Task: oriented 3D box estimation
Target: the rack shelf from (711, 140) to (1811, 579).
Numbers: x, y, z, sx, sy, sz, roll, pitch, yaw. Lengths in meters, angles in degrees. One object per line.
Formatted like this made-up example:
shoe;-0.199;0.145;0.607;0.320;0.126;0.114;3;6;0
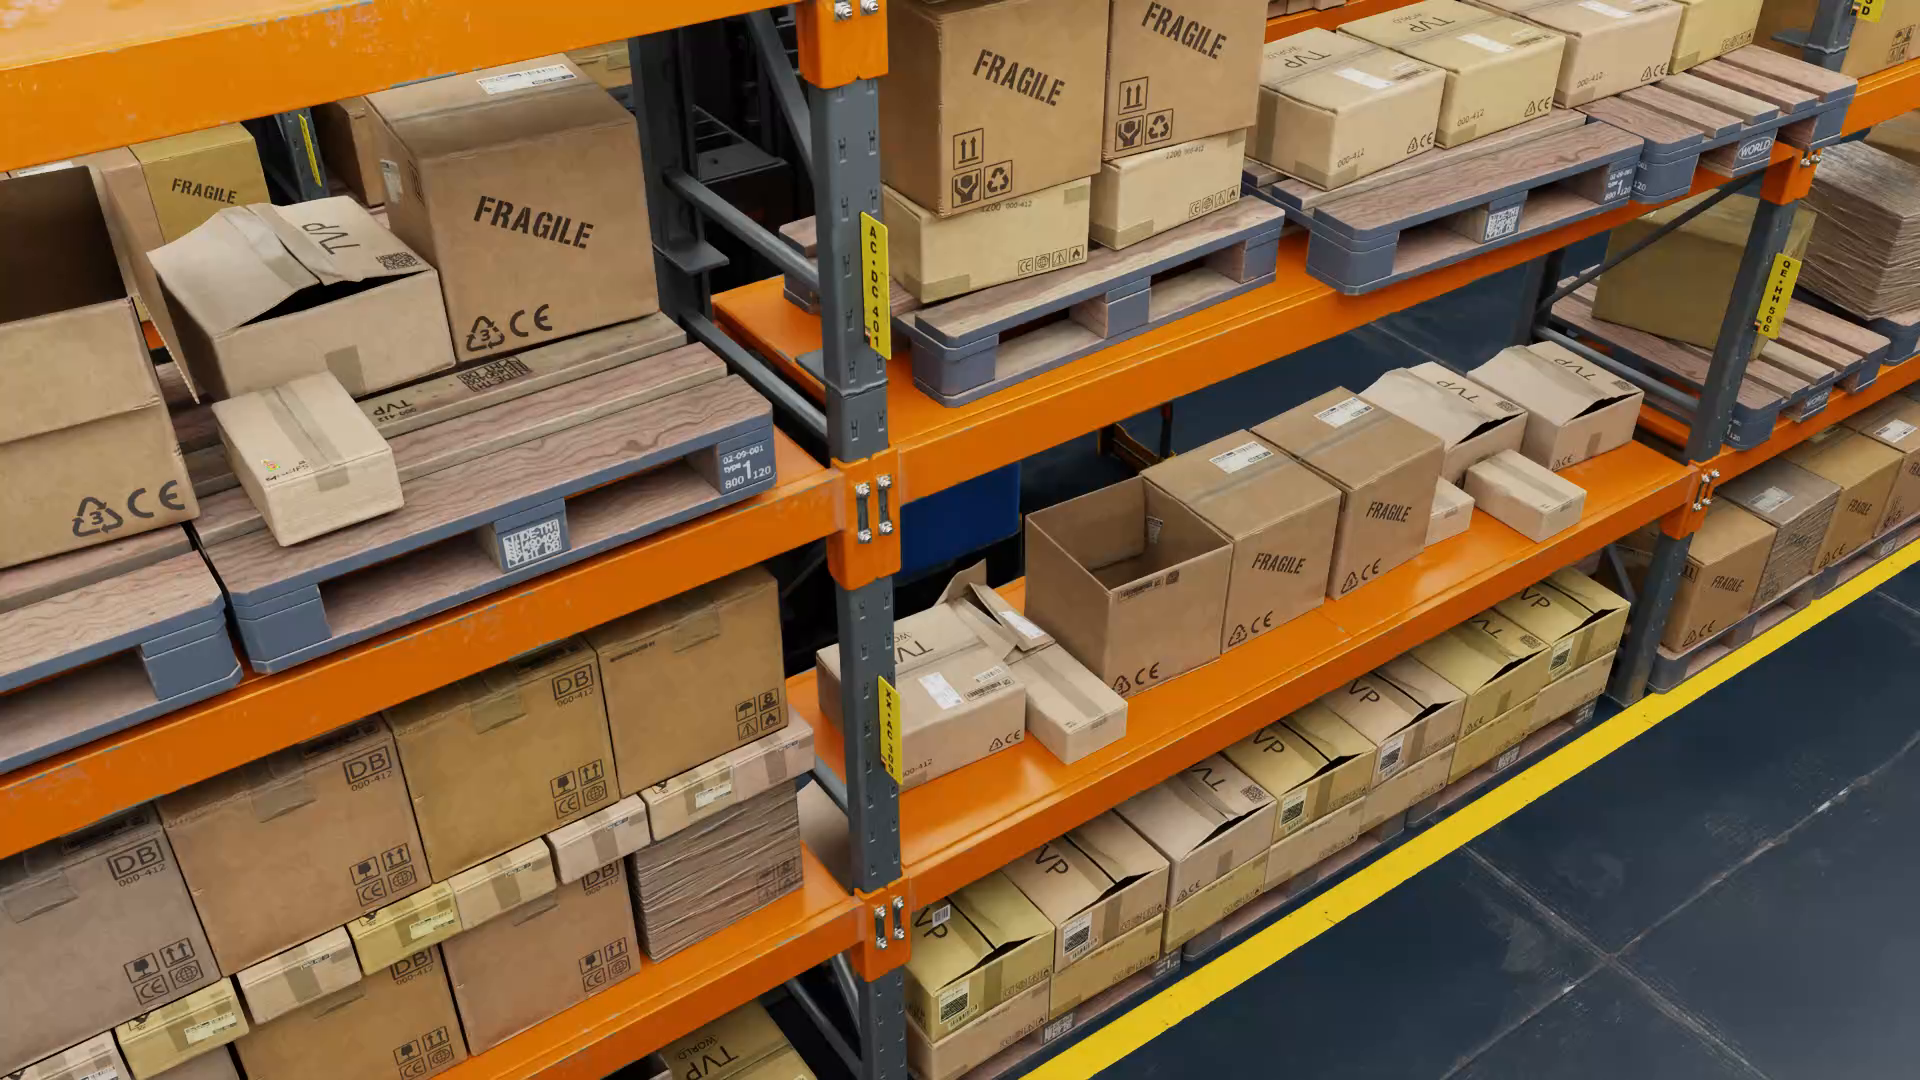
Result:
rack shelf;1.127;-0.965;5.383;4.000;0.370;1.077;-22;41;-28

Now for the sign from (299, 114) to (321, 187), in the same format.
sign;-3.046;-1.824;7.790;0.005;0.325;0.100;-22;41;-28

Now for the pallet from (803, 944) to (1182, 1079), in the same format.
pallet;0.072;1.499;6.298;1.213;0.211;1.003;-22;41;-28

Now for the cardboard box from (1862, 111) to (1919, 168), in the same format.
cardboard box;4.623;-1.645;7.836;0.700;0.500;0.500;26;43;32

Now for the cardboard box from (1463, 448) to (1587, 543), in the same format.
cardboard box;2.186;-0.175;6.454;0.250;0.149;0.380;-22;41;-28

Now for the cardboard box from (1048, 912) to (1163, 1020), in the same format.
cardboard box;0.383;1.391;6.056;0.500;0.250;0.500;-21;41;-27

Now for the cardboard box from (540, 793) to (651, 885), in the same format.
cardboard box;-1.022;0.695;4.387;0.250;0.149;0.380;-24;42;-29

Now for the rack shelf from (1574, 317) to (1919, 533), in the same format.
rack shelf;4.397;-1.093;8.130;4.000;0.370;1.077;-22;41;-28

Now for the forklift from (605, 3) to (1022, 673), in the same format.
forklift;-1.206;-0.754;7.101;3.031;2.935;1.130;-21;41;-27

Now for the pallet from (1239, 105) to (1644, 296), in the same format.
pallet;1.346;-1.204;5.262;1.213;0.211;1.003;-20;40;-26

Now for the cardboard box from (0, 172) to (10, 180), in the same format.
cardboard box;-4.395;-1.340;7.326;0.500;0.500;0.500;-24;42;-29

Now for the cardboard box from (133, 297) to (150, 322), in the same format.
cardboard box;-3.989;-1.209;7.787;0.500;0.250;0.500;-22;41;-28

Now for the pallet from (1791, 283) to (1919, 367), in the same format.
pallet;4.349;-1.290;7.953;1.213;0.211;1.003;-22;41;-28

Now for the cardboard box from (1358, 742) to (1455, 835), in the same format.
cardboard box;1.640;0.870;6.780;0.500;0.250;0.500;-21;41;-27

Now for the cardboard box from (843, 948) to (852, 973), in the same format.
cardboard box;-0.336;1.302;6.180;0.500;0.250;0.500;-23;42;-28

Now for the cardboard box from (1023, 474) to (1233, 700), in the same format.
cardboard box;0.560;0.165;5.679;0.500;0.500;0.500;-19;40;-25

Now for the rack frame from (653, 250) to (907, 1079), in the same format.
rack frame;-0.508;0.634;5.113;0.127;3.000;1.000;-22;41;-28

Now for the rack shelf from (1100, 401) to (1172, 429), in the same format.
rack shelf;0.531;-0.668;8.515;1.000;0.185;0.538;-21;41;-27

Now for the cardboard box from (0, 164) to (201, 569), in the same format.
cardboard box;-1.926;-0.360;3.357;0.637;0.503;0.797;-18;39;-23

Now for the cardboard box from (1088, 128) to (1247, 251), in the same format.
cardboard box;0.449;-1.083;4.699;0.500;0.250;0.500;-27;44;-32

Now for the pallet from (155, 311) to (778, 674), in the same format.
pallet;-1.190;-0.249;3.847;1.213;0.211;1.003;-22;41;-28

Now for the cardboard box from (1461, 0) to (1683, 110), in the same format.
cardboard box;2.005;-1.675;5.523;0.500;0.250;0.500;-21;41;-27

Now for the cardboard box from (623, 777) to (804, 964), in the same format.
cardboard box;-0.867;0.745;4.873;0.500;0.500;0.700;-24;42;-29

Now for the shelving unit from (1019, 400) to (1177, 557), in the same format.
shelving unit;0.538;-0.817;8.414;1.083;1.500;0.587;-21;41;-27

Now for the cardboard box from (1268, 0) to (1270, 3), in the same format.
cardboard box;1.711;-3.803;10.924;0.500;0.500;0.500;-21;41;-27

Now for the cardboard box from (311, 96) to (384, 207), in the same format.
cardboard box;-2.929;-2.104;8.457;0.500;0.500;0.700;-22;41;-28

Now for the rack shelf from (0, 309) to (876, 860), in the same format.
rack shelf;-2.142;0.381;3.512;4.000;0.370;1.077;-22;41;-28

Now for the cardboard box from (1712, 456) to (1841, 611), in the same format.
cardboard box;3.723;-0.071;7.857;0.500;0.500;0.500;-24;42;-29

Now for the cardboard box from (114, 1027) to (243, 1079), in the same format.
cardboard box;-2.124;1.265;4.149;0.500;0.500;0.700;-21;41;-27

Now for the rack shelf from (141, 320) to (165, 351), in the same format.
rack shelf;-4.999;-0.765;7.674;4.000;0.370;1.077;-22;41;-28

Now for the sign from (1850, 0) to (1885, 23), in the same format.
sign;3.075;-1.904;5.562;0.005;0.325;0.100;-22;41;-28

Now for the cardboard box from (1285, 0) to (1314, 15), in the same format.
cardboard box;2.211;-3.748;11.404;0.250;0.149;0.380;-22;41;-28

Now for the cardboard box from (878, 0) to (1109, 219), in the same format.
cardboard box;0.019;-1.187;4.202;0.500;0.500;0.500;-22;41;-27

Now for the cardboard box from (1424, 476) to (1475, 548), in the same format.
cardboard box;1.752;-0.154;6.424;0.250;0.149;0.380;-19;40;-25

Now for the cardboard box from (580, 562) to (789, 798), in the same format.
cardboard box;-0.867;0.219;4.494;0.500;0.500;0.700;-22;41;-28

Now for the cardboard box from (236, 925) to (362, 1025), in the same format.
cardboard box;-1.645;0.950;4.033;0.250;0.149;0.380;-21;41;-27

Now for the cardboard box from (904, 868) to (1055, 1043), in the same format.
cardboard box;-0.026;1.332;5.658;0.500;0.311;0.500;-22;41;-28

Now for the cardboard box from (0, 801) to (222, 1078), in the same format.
cardboard box;-2.097;0.725;3.790;0.500;0.500;0.700;-22;41;-28

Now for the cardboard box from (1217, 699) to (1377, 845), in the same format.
cardboard box;1.230;0.814;6.378;0.500;0.311;0.500;-21;41;-27

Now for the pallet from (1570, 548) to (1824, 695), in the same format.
pallet;3.394;0.187;8.122;1.213;0.211;1.003;-22;41;-28

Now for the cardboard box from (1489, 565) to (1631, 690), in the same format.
cardboard box;2.476;0.300;7.092;0.500;0.311;0.500;-21;41;-27

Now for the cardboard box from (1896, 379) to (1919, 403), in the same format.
cardboard box;4.974;-0.588;8.575;0.500;0.500;0.500;-22;41;-27
